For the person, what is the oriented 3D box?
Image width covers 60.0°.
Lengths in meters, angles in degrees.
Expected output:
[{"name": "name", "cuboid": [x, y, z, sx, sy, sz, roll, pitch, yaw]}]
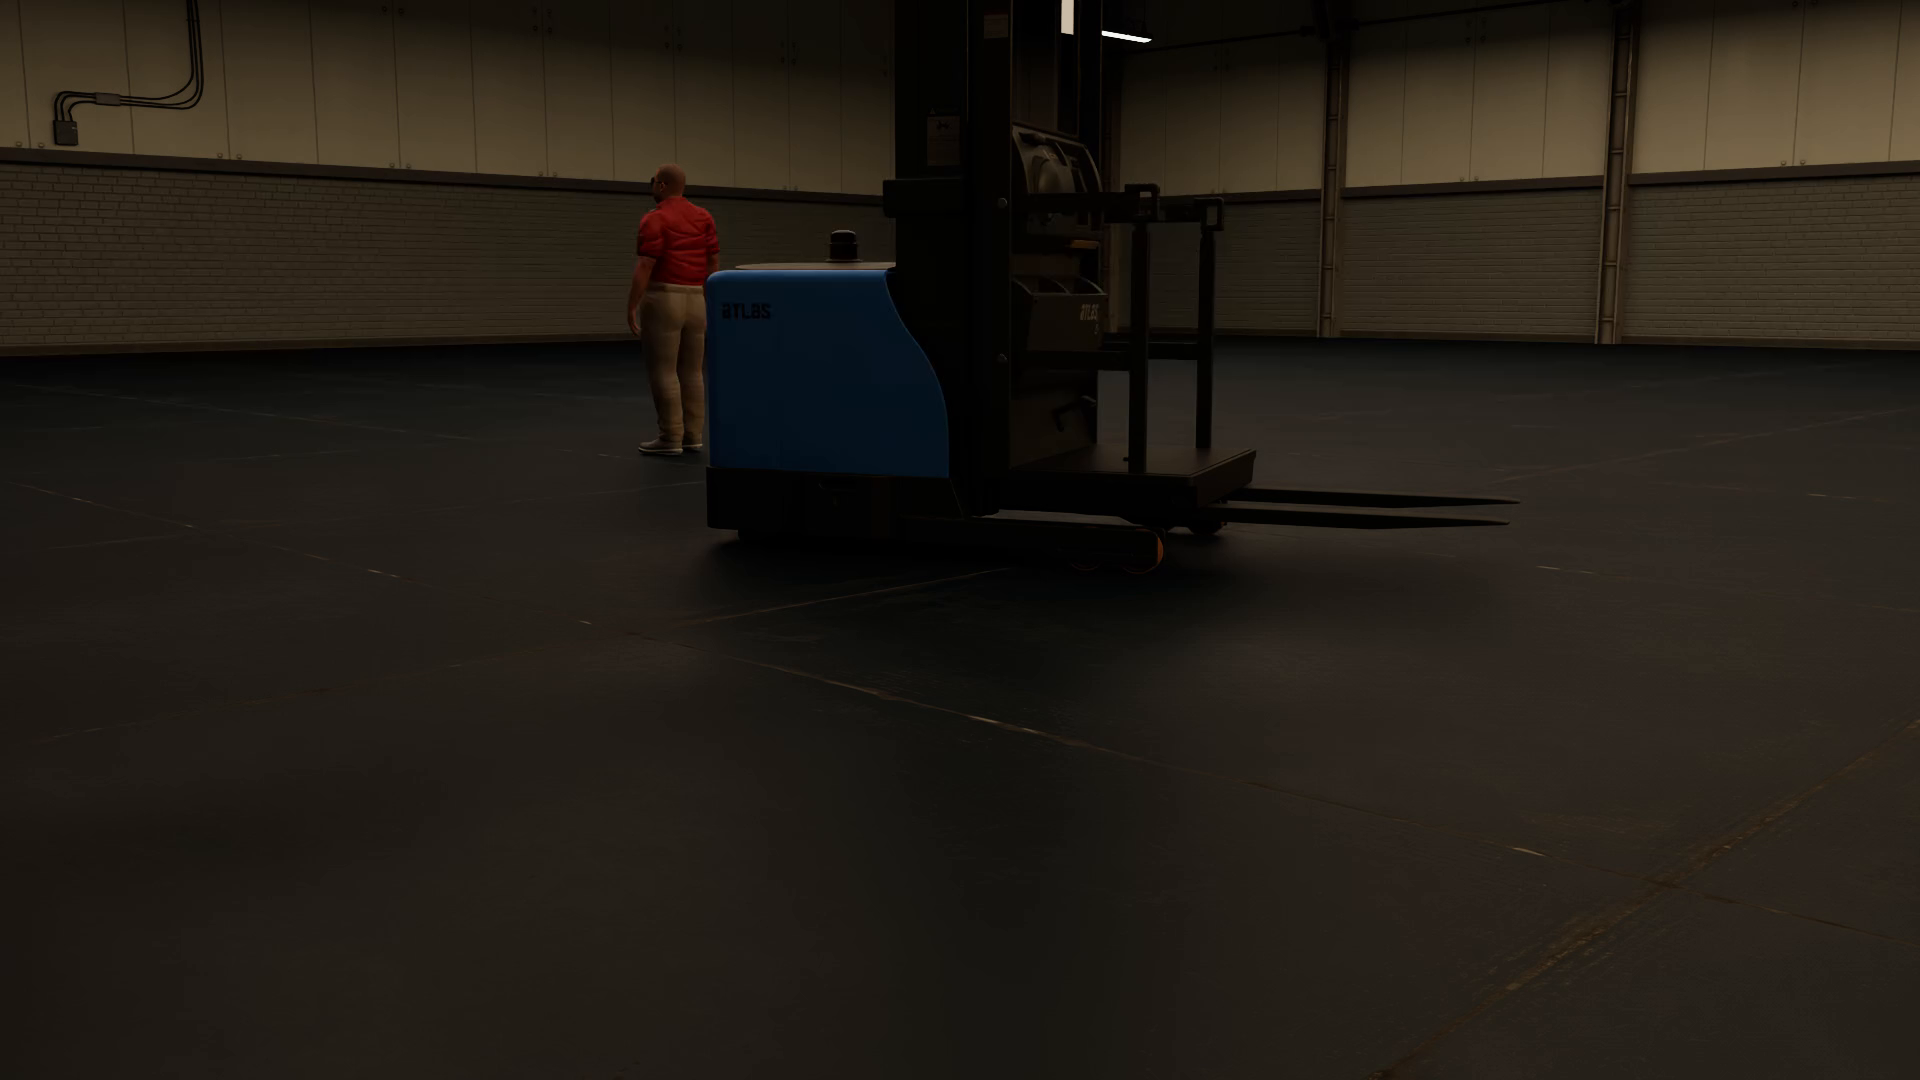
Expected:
[{"name": "person", "cuboid": [-1.797, -1.390, 10.090, 0.550, 1.728, 0.642, 7, 11, 40]}]

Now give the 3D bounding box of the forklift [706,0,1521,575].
[{"name": "forklift", "cuboid": [0.565, -1.416, 6.275, 3.031, 2.935, 1.130, 3, 9, 22]}]
